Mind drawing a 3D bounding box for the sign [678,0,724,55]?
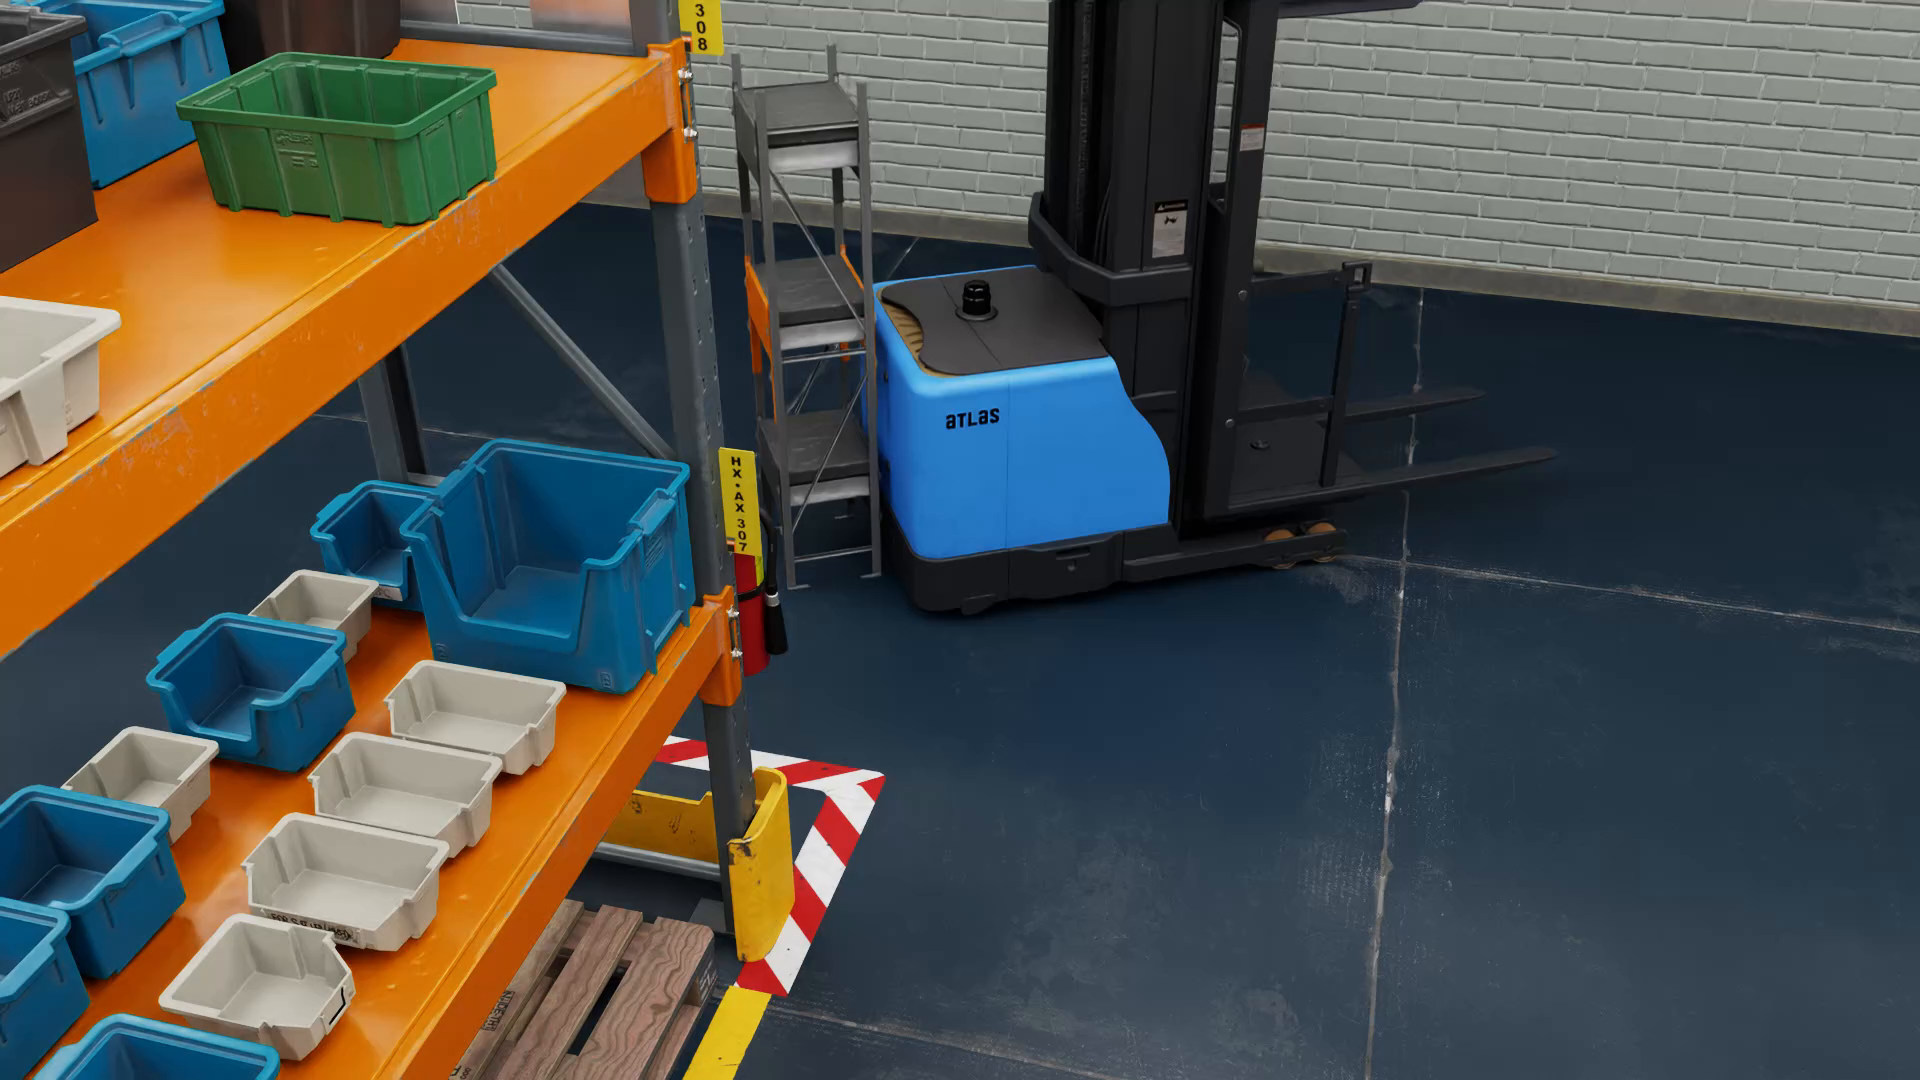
[{"bbox_3d":[-0.588,-1.252,3.726,0.100,0.325,0.005,8,33,12],"label":"sign"}]

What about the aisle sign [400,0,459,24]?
[{"bbox_3d":[-1.394,-1.272,4.032,0.394,0.787,0.004,8,33,12],"label":"aisle sign"}]

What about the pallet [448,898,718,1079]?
[{"bbox_3d":[-1.372,1.502,4.690,1.003,0.211,1.213,8,33,12],"label":"pallet"}]

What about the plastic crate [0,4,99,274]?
[{"bbox_3d":[-1.778,-0.582,2.631,0.504,0.338,0.767,8,33,12],"label":"plastic crate"}]

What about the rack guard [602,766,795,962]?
[{"bbox_3d":[-1.131,0.943,5.300,1.175,0.500,0.348,8,33,12],"label":"rack guard"}]

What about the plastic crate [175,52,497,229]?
[{"bbox_3d":[-1.099,-0.723,2.993,0.450,0.188,0.336,8,33,12],"label":"plastic crate"}]

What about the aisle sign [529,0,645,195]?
[{"bbox_3d":[-0.823,-1.192,3.906,0.394,0.787,0.004,8,33,12],"label":"aisle sign"}]

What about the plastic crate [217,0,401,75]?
[{"bbox_3d":[-1.492,-1.146,3.583,0.497,0.269,0.590,8,33,12],"label":"plastic crate"}]

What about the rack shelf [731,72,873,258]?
[{"bbox_3d":[-0.593,-1.411,6.233,0.431,0.518,0.480,-9,34,-14],"label":"rack shelf"}]

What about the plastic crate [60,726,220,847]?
[{"bbox_3d":[-1.839,0.579,3.733,0.250,0.136,0.298,8,33,12],"label":"plastic crate"}]

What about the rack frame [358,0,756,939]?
[{"bbox_3d":[-1.125,-0.097,4.607,1.000,3.000,0.127,8,33,12],"label":"rack frame"}]

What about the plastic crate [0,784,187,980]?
[{"bbox_3d":[-1.840,0.715,3.430,0.416,0.233,0.300,8,33,12],"label":"plastic crate"}]

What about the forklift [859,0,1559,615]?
[{"bbox_3d":[1.137,-1.375,6.680,3.031,2.935,1.130,-9,34,-14],"label":"forklift"}]

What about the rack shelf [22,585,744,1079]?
[{"bbox_3d":[-1.632,1.244,3.167,1.077,0.370,4.000,8,33,12],"label":"rack shelf"}]

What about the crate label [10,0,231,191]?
[{"bbox_3d":[-1.671,-0.866,3.158,0.408,0.251,0.502,8,33,12],"label":"crate label"}]

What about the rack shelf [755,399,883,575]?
[{"bbox_3d":[-0.593,-0.229,6.984,0.431,0.518,0.480,-9,34,-14],"label":"rack shelf"}]

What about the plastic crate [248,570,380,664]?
[{"bbox_3d":[-1.667,0.227,4.287,0.250,0.136,0.298,8,33,12],"label":"plastic crate"}]

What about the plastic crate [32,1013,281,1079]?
[{"bbox_3d":[-1.398,1.049,2.905,0.416,0.233,0.300,8,33,12],"label":"plastic crate"}]

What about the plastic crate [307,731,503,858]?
[{"bbox_3d":[-1.244,0.585,3.724,0.396,0.136,0.243,8,33,12],"label":"plastic crate"}]

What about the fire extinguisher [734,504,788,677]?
[{"bbox_3d":[-0.647,0.076,4.754,0.296,0.674,0.183,8,33,12],"label":"fire extinguisher"}]

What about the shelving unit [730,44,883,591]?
[{"bbox_3d":[-0.593,-0.832,6.601,0.431,2.100,0.503,-9,34,-14],"label":"shelving unit"}]

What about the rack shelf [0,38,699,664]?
[{"bbox_3d":[-1.632,-0.022,2.363,1.077,0.370,4.000,8,33,12],"label":"rack shelf"}]

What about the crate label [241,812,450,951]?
[{"bbox_3d":[-1.291,0.733,3.491,0.396,0.136,0.243,8,33,12],"label":"crate label"}]

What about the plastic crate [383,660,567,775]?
[{"bbox_3d":[-1.157,0.437,3.957,0.396,0.136,0.243,8,33,12],"label":"plastic crate"}]

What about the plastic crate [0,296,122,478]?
[{"bbox_3d":[-1.409,-0.146,2.133,0.437,0.136,0.530,8,33,12],"label":"plastic crate"}]

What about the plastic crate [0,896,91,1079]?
[{"bbox_3d":[-1.916,0.870,3.185,0.416,0.233,0.300,8,33,12],"label":"plastic crate"}]

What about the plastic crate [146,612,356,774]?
[{"bbox_3d":[-1.673,0.373,3.967,0.416,0.233,0.300,8,33,12],"label":"plastic crate"}]

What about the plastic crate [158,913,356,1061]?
[{"bbox_3d":[-1.348,0.889,3.246,0.298,0.136,0.250,8,33,12],"label":"plastic crate"}]

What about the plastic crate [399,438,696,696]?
[{"bbox_3d":[-1.029,0.062,4.268,0.616,0.435,0.499,8,33,12],"label":"plastic crate"}]

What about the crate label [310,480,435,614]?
[{"bbox_3d":[-1.506,0.031,4.505,0.416,0.233,0.303,8,33,12],"label":"crate label"}]

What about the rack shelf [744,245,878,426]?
[{"bbox_3d":[-0.593,-0.820,6.608,0.431,0.518,0.480,-9,34,-14],"label":"rack shelf"}]

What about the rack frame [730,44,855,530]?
[{"bbox_3d":[-0.662,-0.957,6.798,0.400,2.100,0.015,-9,34,-14],"label":"rack frame"}]

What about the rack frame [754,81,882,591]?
[{"bbox_3d":[-0.525,-0.706,6.403,0.400,2.100,0.015,-9,34,-14],"label":"rack frame"}]

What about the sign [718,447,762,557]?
[{"bbox_3d":[-0.588,-0.100,4.459,0.100,0.325,0.005,8,33,12],"label":"sign"}]
